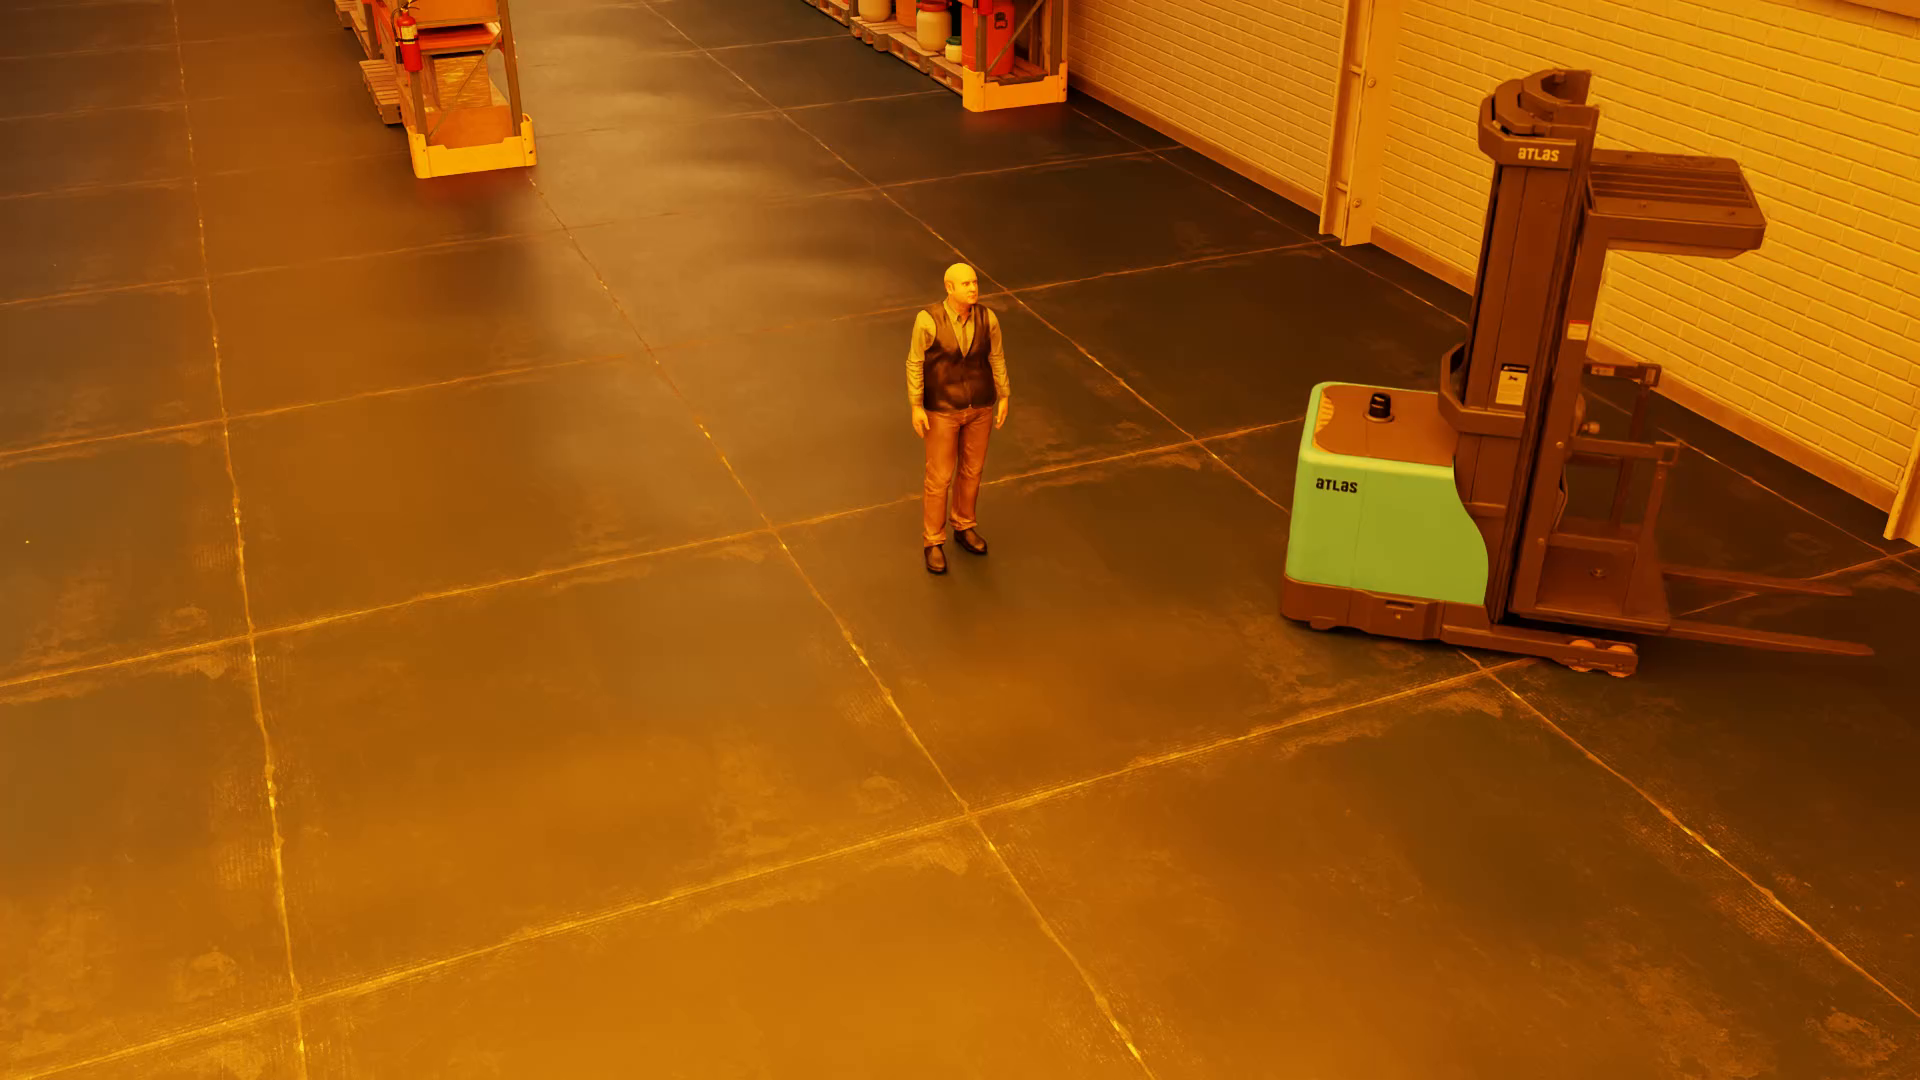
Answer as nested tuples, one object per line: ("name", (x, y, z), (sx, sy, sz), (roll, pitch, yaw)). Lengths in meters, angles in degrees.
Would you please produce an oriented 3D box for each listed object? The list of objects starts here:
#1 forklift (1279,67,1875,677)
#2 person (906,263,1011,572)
("forklift", (3.350, -0.840, 8.588), (3.031, 2.935, 1.130), (8, 31, 13))
("person", (0.019, -0.723, 9.589), (0.633, 1.722, 0.566), (-12, 32, -20))
